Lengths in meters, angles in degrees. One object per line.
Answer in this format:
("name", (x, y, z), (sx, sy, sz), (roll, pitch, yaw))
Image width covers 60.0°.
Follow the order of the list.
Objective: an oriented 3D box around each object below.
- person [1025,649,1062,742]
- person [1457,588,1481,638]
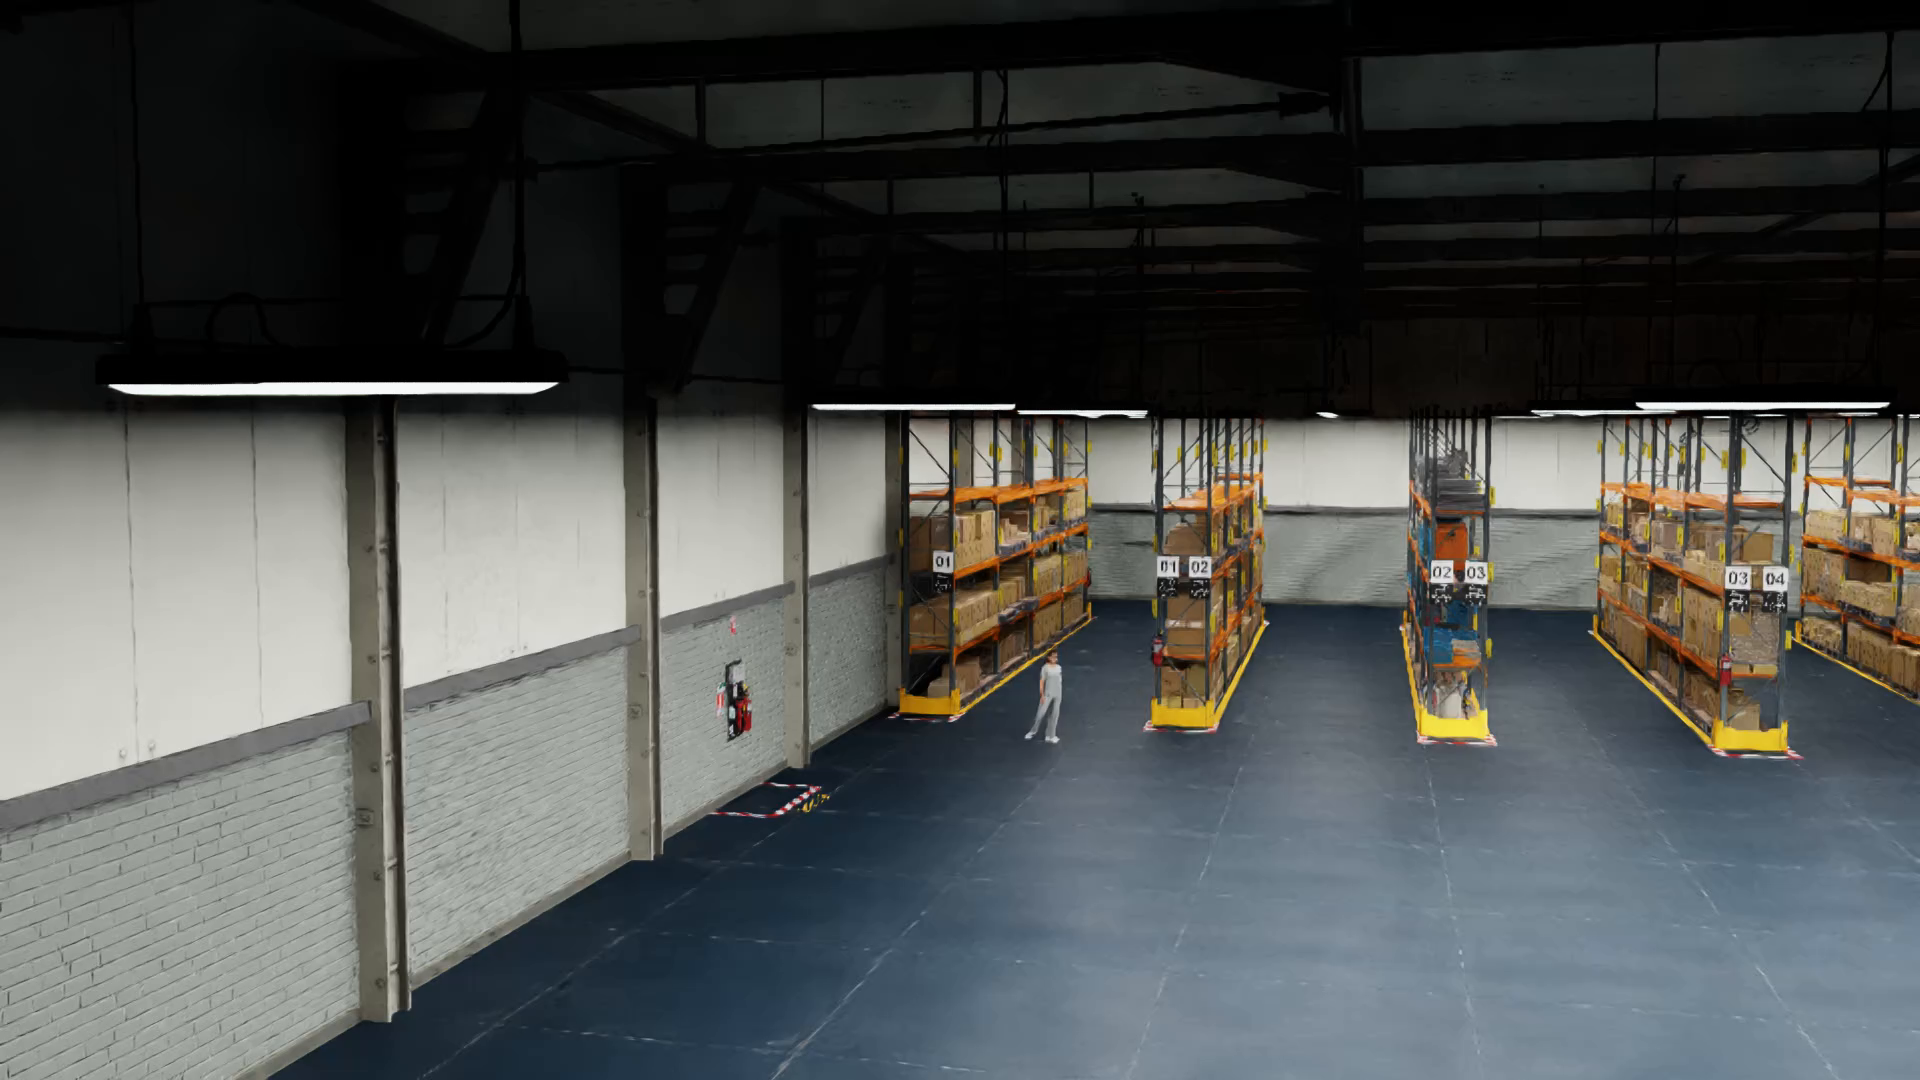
("person", (1.495, 2.765, 29.654), (0.647, 1.664, 0.498), (-2, 5, -28))
("person", (13.330, 1.739, 43.923), (0.683, 1.661, 0.837), (0, 4, -2))
